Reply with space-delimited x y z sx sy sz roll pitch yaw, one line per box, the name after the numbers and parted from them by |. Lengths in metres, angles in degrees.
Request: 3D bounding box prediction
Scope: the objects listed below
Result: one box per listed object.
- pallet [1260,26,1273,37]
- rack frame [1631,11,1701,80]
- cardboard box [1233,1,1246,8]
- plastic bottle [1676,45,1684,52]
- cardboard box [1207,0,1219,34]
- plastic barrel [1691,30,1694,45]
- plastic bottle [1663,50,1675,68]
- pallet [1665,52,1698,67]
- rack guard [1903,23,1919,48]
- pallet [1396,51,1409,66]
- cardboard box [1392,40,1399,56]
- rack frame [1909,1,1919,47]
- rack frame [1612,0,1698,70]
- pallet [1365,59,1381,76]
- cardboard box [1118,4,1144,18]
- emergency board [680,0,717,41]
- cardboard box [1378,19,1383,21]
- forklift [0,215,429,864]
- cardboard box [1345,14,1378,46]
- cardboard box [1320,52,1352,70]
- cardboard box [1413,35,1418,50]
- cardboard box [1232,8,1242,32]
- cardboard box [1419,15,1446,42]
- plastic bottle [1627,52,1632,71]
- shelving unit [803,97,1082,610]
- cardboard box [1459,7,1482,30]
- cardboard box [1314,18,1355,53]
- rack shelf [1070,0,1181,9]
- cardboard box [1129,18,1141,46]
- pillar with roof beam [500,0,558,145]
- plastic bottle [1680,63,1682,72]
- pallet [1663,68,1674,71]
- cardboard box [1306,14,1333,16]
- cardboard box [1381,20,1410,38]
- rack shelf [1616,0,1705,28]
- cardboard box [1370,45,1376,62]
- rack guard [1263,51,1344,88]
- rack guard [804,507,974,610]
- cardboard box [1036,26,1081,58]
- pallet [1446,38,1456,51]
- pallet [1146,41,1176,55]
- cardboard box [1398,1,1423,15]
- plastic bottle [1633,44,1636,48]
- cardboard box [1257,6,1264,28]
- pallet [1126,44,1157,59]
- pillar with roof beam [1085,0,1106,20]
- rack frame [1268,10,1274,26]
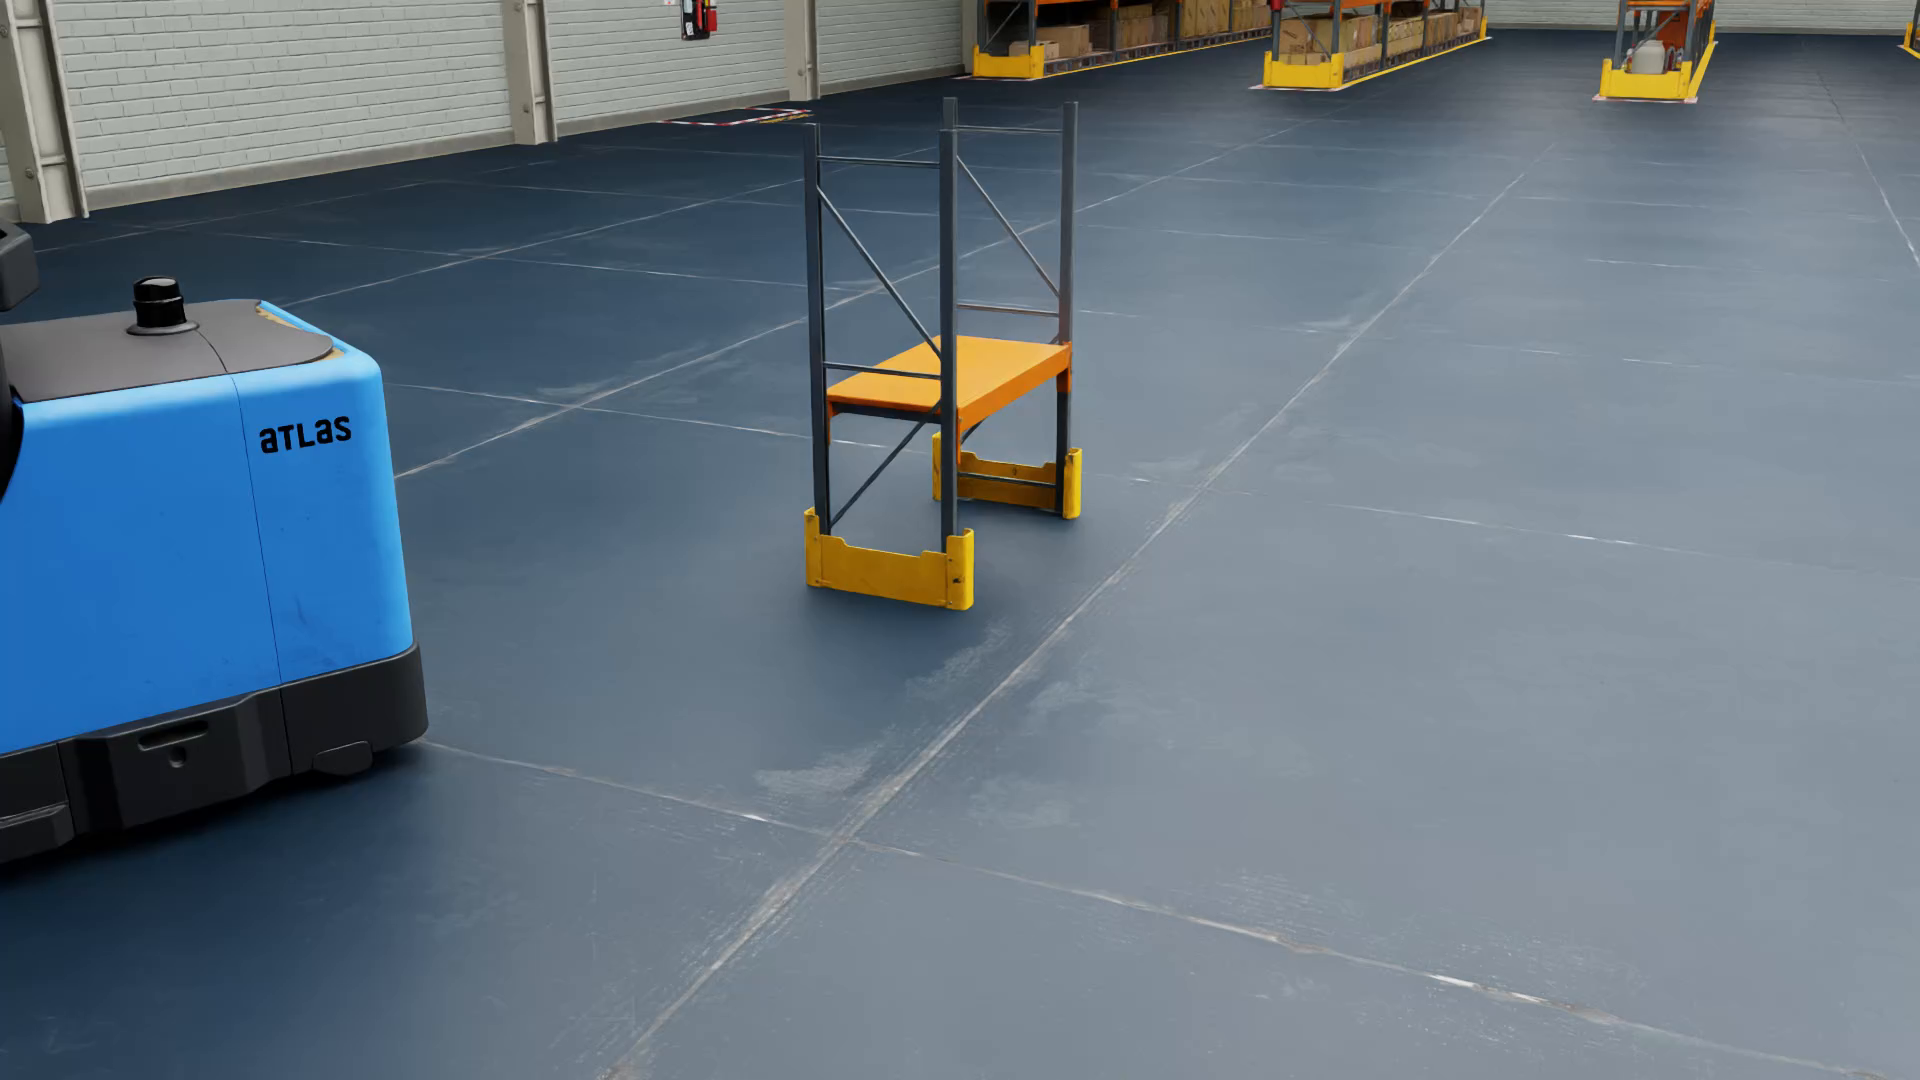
7.063 -12.425 40.590 1.003 0.211 1.213 9 21 23 | pallet
11.443 -8.966 26.703 1.000 3.000 0.127 9 21 23 | rack frame
6.388 -12.391 38.469 0.380 0.149 0.250 9 22 25 | cardboard box
11.364 -7.630 26.244 0.144 0.351 0.185 7 21 20 | plastic bottle
5.172 -11.467 36.318 0.750 0.750 0.750 9 22 24 | cardboard box
14.191 -10.240 32.791 0.600 0.901 0.708 9 21 23 | plastic barrel
11.219 -7.607 26.292 0.152 0.276 0.135 9 21 23 | plastic bottle
12.729 -8.643 29.958 1.003 0.211 1.213 9 21 23 | pallet
20.886 -10.784 35.547 1.175 0.500 0.348 9 21 23 | rack guard
7.690 -8.938 30.786 1.003 0.211 1.213 9 21 23 | pallet
7.528 -8.794 29.698 0.500 0.250 0.500 9 22 24 | cardboard box
20.876 -11.955 35.107 1.000 3.000 0.127 9 21 23 | rack frame
9.806 -7.743 23.265 1.000 3.000 0.127 9 21 23 | rack frame
6.562 -8.096 28.417 1.003 0.211 1.213 9 21 23 | pallet
3.299 -10.380 32.634 0.500 0.250 0.500 8 21 22 | cardboard box
-3.239 -6.851 20.756 0.194 1.169 0.643 9 21 23 | emergency board
7.663 -9.599 31.123 0.500 0.311 0.500 8 21 21 | cardboard box
-2.871 -0.636 3.384 3.031 2.935 1.130 -15 24 -35 | forklift
6.720 -8.579 27.974 0.500 0.500 0.500 9 21 23 | cardboard box
5.912 -7.613 26.376 0.500 0.250 0.500 9 21 23 | cardboard box
8.363 -9.419 31.455 0.500 0.250 0.500 8 21 22 | cardboard box
6.081 -12.005 38.354 0.700 0.500 0.500 9 21 23 | cardboard box
9.639 -10.473 34.014 0.500 0.500 0.500 8 21 21 | cardboard box
10.286 -7.362 25.601 0.152 0.276 0.135 9 21 23 | plastic bottle
-0.031 -0.683 5.652 0.587 1.500 1.083 9 21 23 | shelving unit
11.842 -12.145 38.715 0.500 0.500 0.500 9 21 23 | cardboard box
5.914 -7.966 26.250 0.500 0.500 0.500 9 21 23 | cardboard box
3.224 -10.598 32.365 1.077 0.370 4.000 9 21 23 | rack shelf
3.103 -9.897 32.396 0.700 0.500 0.500 9 21 23 | cardboard box
-0.722 -8.003 15.042 9.100 9.000 0.400 9 21 23 | pillar with roof beam
10.875 -7.175 25.187 0.097 0.201 0.097 0 20 0 | plastic bottle
11.130 -7.452 26.609 1.003 0.211 1.213 9 21 23 | pallet
6.041 -8.498 27.745 0.500 0.500 0.500 9 21 23 | cardboard box
7.951 -9.376 30.495 0.500 0.311 0.500 9 22 24 | cardboard box
10.625 -8.016 25.105 1.077 0.370 4.000 9 21 23 | rack shelf
6.722 -8.226 28.099 0.500 0.250 0.500 9 21 23 | cardboard box
5.278 -7.239 25.577 1.175 0.500 0.348 9 21 23 | rack guard
-0.235 0.058 5.433 0.587 0.250 0.087 9 21 23 | rack guard
1.712 -8.723 29.094 0.700 0.500 0.500 7 21 19 | cardboard box
9.903 -10.525 35.248 1.003 0.211 1.213 9 21 23 | pallet
3.722 -9.996 33.760 1.003 0.211 1.213 9 21 23 | pallet
9.372 -11.055 34.532 0.500 0.250 0.500 9 21 23 | cardboard box
10.734 -7.735 26.540 0.144 0.351 0.185 9 22 24 | plastic bottle
6.919 -12.633 40.118 0.700 0.500 0.500 8 21 23 | cardboard box
3.221 -9.624 32.715 1.003 0.211 1.213 9 21 23 | pallet
6.649 -13.505 30.514 9.100 9.000 0.400 9 21 23 | pillar with roof beam
7.319 -13.994 40.840 1.000 3.000 0.127 9 21 23 | rack frame
